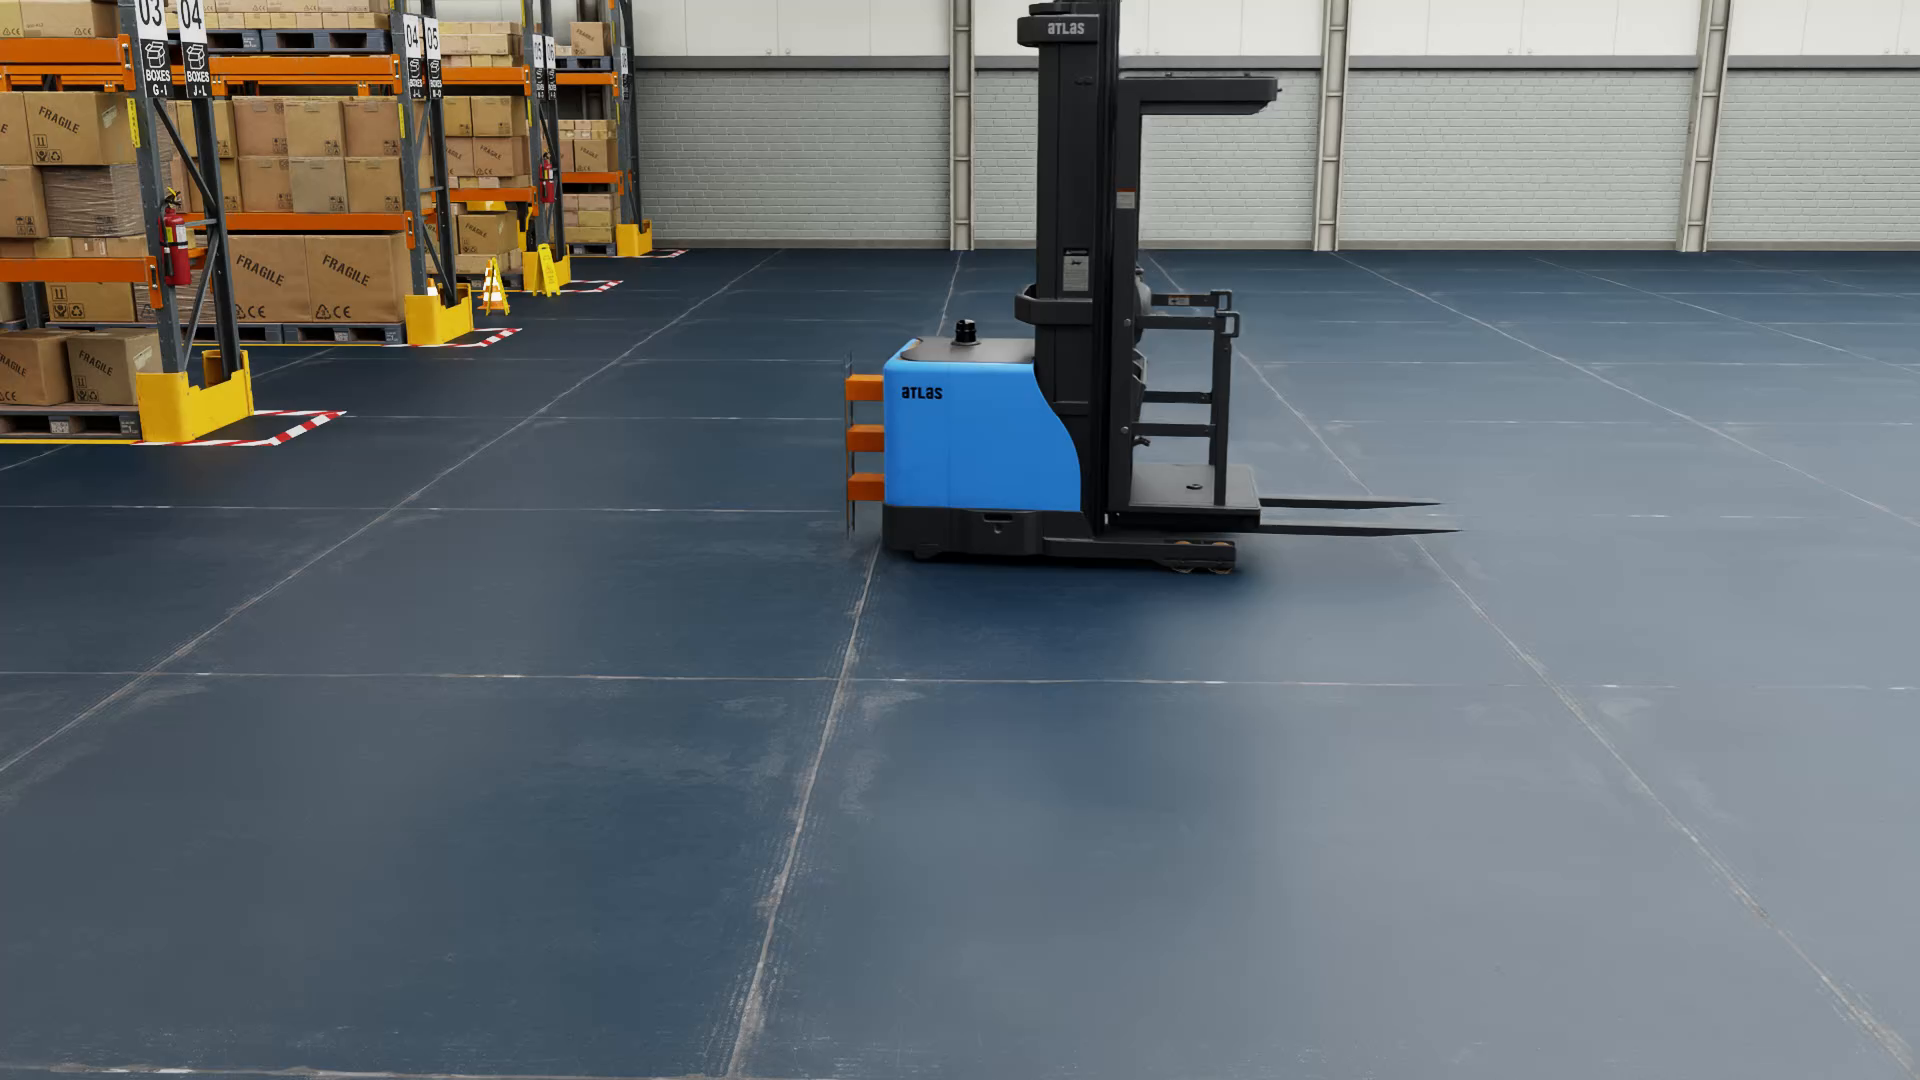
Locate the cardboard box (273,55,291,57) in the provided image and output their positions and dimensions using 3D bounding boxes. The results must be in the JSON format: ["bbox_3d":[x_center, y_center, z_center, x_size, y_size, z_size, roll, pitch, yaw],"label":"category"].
[{"bbox_3d":[-8.594,-6.132,21.314,0.250,0.149,0.380,0,15,1],"label":"cardboard box"}]

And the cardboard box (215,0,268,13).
[{"bbox_3d":[-6.935,-5.280,16.284,0.500,0.250,0.500,0,15,1],"label":"cardboard box"}]

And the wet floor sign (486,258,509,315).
[{"bbox_3d":[-5.358,-2.934,19.197,0.232,0.644,0.267,-2,15,-8],"label":"wet floor sign"}]

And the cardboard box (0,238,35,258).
[{"bbox_3d":[-6.706,-2.127,12.016,0.250,0.149,0.380,0,15,1],"label":"cardboard box"}]

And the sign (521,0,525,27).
[{"bbox_3d":[-5.446,-6.568,20.739,0.005,0.325,0.100,0,15,1],"label":"sign"}]

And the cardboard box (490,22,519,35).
[{"bbox_3d":[-5.757,-6.472,21.041,0.250,0.149,0.380,1,15,2],"label":"cardboard box"}]

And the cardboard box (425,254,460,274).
[{"bbox_3d":[-6.744,-3.647,21.848,0.500,0.250,0.500,0,15,2],"label":"cardboard box"}]

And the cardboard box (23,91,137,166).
[{"bbox_3d":[-6.221,-2.920,11.788,0.500,0.500,0.500,0,15,1],"label":"cardboard box"}]

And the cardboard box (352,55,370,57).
[{"bbox_3d":[-7.561,-6.111,21.235,0.250,0.149,0.380,0,15,2],"label":"cardboard box"}]

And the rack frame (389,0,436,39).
[{"bbox_3d":[-5.437,-6.469,16.218,0.127,3.000,1.000,0,15,1],"label":"rack frame"}]

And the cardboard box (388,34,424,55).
[{"bbox_3d":[-6.952,-6.293,21.143,0.500,0.250,0.500,1,15,3],"label":"cardboard box"}]

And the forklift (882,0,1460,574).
[{"bbox_3d":[1.139,-1.383,8.835,3.031,2.935,1.130,2,15,7],"label":"forklift"}]

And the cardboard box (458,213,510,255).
[{"bbox_3d":[-6.219,-4.006,21.740,0.500,0.500,0.500,0,15,2],"label":"cardboard box"}]

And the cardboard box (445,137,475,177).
[{"bbox_3d":[-6.462,-4.961,21.484,0.500,0.500,0.500,0,15,2],"label":"cardboard box"}]

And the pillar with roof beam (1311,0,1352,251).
[{"bbox_3d":[5.924,-8.056,22.234,0.400,9.000,9.100,0,15,1],"label":"pillar with roof beam"}]

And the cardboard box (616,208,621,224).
[{"bbox_3d":[-5.753,-5.268,27.015,0.500,0.250,0.500,1,15,2],"label":"cardboard box"}]

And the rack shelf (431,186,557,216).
[{"bbox_3d":[-7.411,-4.496,21.912,4.000,0.370,1.077,0,15,1],"label":"rack shelf"}]

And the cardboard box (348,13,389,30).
[{"bbox_3d":[-5.778,-5.064,16.247,0.250,0.149,0.380,0,15,1],"label":"cardboard box"}]

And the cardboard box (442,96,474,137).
[{"bbox_3d":[-6.434,-5.459,21.414,0.500,0.500,0.700,1,15,2],"label":"cardboard box"}]

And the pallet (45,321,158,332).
[{"bbox_3d":[-8.678,-2.221,17.344,1.213,0.211,1.003,0,15,1],"label":"pallet"}]

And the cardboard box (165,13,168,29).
[{"bbox_3d":[-7.807,-5.077,16.298,0.250,0.149,0.380,0,15,1],"label":"cardboard box"}]

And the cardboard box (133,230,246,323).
[{"bbox_3d":[-7.908,-2.743,17.198,0.875,0.875,0.875,0,15,2],"label":"cardboard box"}]

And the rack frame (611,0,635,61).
[{"bbox_3d":[-5.289,-8.998,25.803,0.127,3.000,1.000,0,15,1],"label":"rack frame"}]

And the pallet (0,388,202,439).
[{"bbox_3d":[-6.552,-0.970,12.604,1.213,0.211,1.003,0,15,1],"label":"pallet"}]

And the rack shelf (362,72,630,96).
[{"bbox_3d":[-7.288,-7.212,26.327,4.000,0.370,1.077,0,15,1],"label":"rack shelf"}]

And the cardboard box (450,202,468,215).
[{"bbox_3d":[-6.588,-4.305,21.601,0.250,0.149,0.380,1,15,3],"label":"cardboard box"}]

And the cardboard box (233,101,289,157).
[{"bbox_3d":[-6.916,-4.193,16.943,0.550,0.550,0.875,0,15,1],"label":"cardboard box"}]

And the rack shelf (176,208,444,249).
[{"bbox_3d":[-7.437,-3.233,17.125,4.000,0.370,1.077,0,15,1],"label":"rack shelf"}]

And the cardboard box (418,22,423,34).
[{"bbox_3d":[-6.766,-6.499,21.143,0.250,0.149,0.380,0,15,1],"label":"cardboard box"}]

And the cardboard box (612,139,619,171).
[{"bbox_3d":[-5.777,-6.219,26.837,0.500,0.500,0.500,1,15,3],"label":"cardboard box"}]

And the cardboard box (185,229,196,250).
[{"bbox_3d":[-5.944,-2.245,12.461,0.250,0.149,0.380,0,15,1],"label":"cardboard box"}]

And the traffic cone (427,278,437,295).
[{"bbox_3d":[-5.932,-2.707,18.693,0.334,0.463,0.336,0,15,1],"label":"traffic cone"}]

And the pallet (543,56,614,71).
[{"bbox_3d":[-5.995,-7.516,26.240,1.213,0.211,1.003,0,15,1],"label":"pallet"}]

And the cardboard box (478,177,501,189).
[{"bbox_3d":[-6.047,-4.631,21.504,0.250,0.149,0.380,0,15,1],"label":"cardboard box"}]

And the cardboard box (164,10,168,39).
[{"bbox_3d":[-6.140,-3.751,12.090,0.500,0.250,0.500,1,15,3],"label":"cardboard box"}]

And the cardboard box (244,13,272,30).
[{"bbox_3d":[-6.796,-5.071,16.272,0.250,0.149,0.380,0,15,1],"label":"cardboard box"}]

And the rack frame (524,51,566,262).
[{"bbox_3d":[-5.412,-4.831,21.771,0.127,3.000,1.000,0,15,1],"label":"rack frame"}]

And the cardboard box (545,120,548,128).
[{"bbox_3d":[-6.409,-6.560,26.275,0.250,0.149,0.380,0,15,2],"label":"cardboard box"}]

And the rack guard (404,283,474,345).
[{"bbox_3d":[-5.413,-2.359,17.302,0.348,0.500,1.175,0,15,1],"label":"rack guard"}]

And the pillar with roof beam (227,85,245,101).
[{"bbox_3d":[-12.070,-8.173,22.679,0.400,9.000,9.100,0,15,1],"label":"pillar with roof beam"}]

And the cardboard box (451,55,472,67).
[{"bbox_3d":[-6.290,-6.095,21.173,0.250,0.149,0.380,1,15,3],"label":"cardboard box"}]

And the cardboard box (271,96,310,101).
[{"bbox_3d":[-8.466,-5.466,21.437,0.500,0.500,0.700,0,15,2],"label":"cardboard box"}]

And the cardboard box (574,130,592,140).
[{"bbox_3d":[-5.899,-6.384,26.189,0.250,0.149,0.380,1,15,2],"label":"cardboard box"}]

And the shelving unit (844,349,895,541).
[{"bbox_3d":[-0.494,-0.522,9.259,0.252,1.050,0.215,2,15,7],"label":"shelving unit"}]

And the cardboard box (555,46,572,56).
[{"bbox_3d":[-6.125,-7.605,25.879,0.250,0.149,0.380,0,15,0],"label":"cardboard box"}]

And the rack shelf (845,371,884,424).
[{"bbox_3d":[-0.495,-0.786,9.190,0.240,0.259,0.215,2,15,7],"label":"rack shelf"}]

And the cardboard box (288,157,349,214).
[{"bbox_3d":[-6.360,-3.629,16.922,0.550,0.550,0.875,0,15,1],"label":"cardboard box"}]

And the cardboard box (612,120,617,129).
[{"bbox_3d":[-5.619,-6.659,26.650,0.250,0.149,0.380,0,15,0],"label":"cardboard box"}]

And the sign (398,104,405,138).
[{"bbox_3d":[-5.465,-4.104,16.282,0.005,0.325,0.100,0,15,1],"label":"sign"}]

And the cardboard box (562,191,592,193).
[{"bbox_3d":[-6.264,-5.508,26.942,0.500,0.250,0.500,0,15,2],"label":"cardboard box"}]

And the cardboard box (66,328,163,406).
[{"bbox_3d":[-6.289,-1.306,12.489,0.500,0.500,0.500,3,15,12],"label":"cardboard box"}]

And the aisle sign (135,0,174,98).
[{"bbox_3d":[-5.611,-3.484,11.569,0.004,0.787,0.394,0,15,1],"label":"aisle sign"}]
